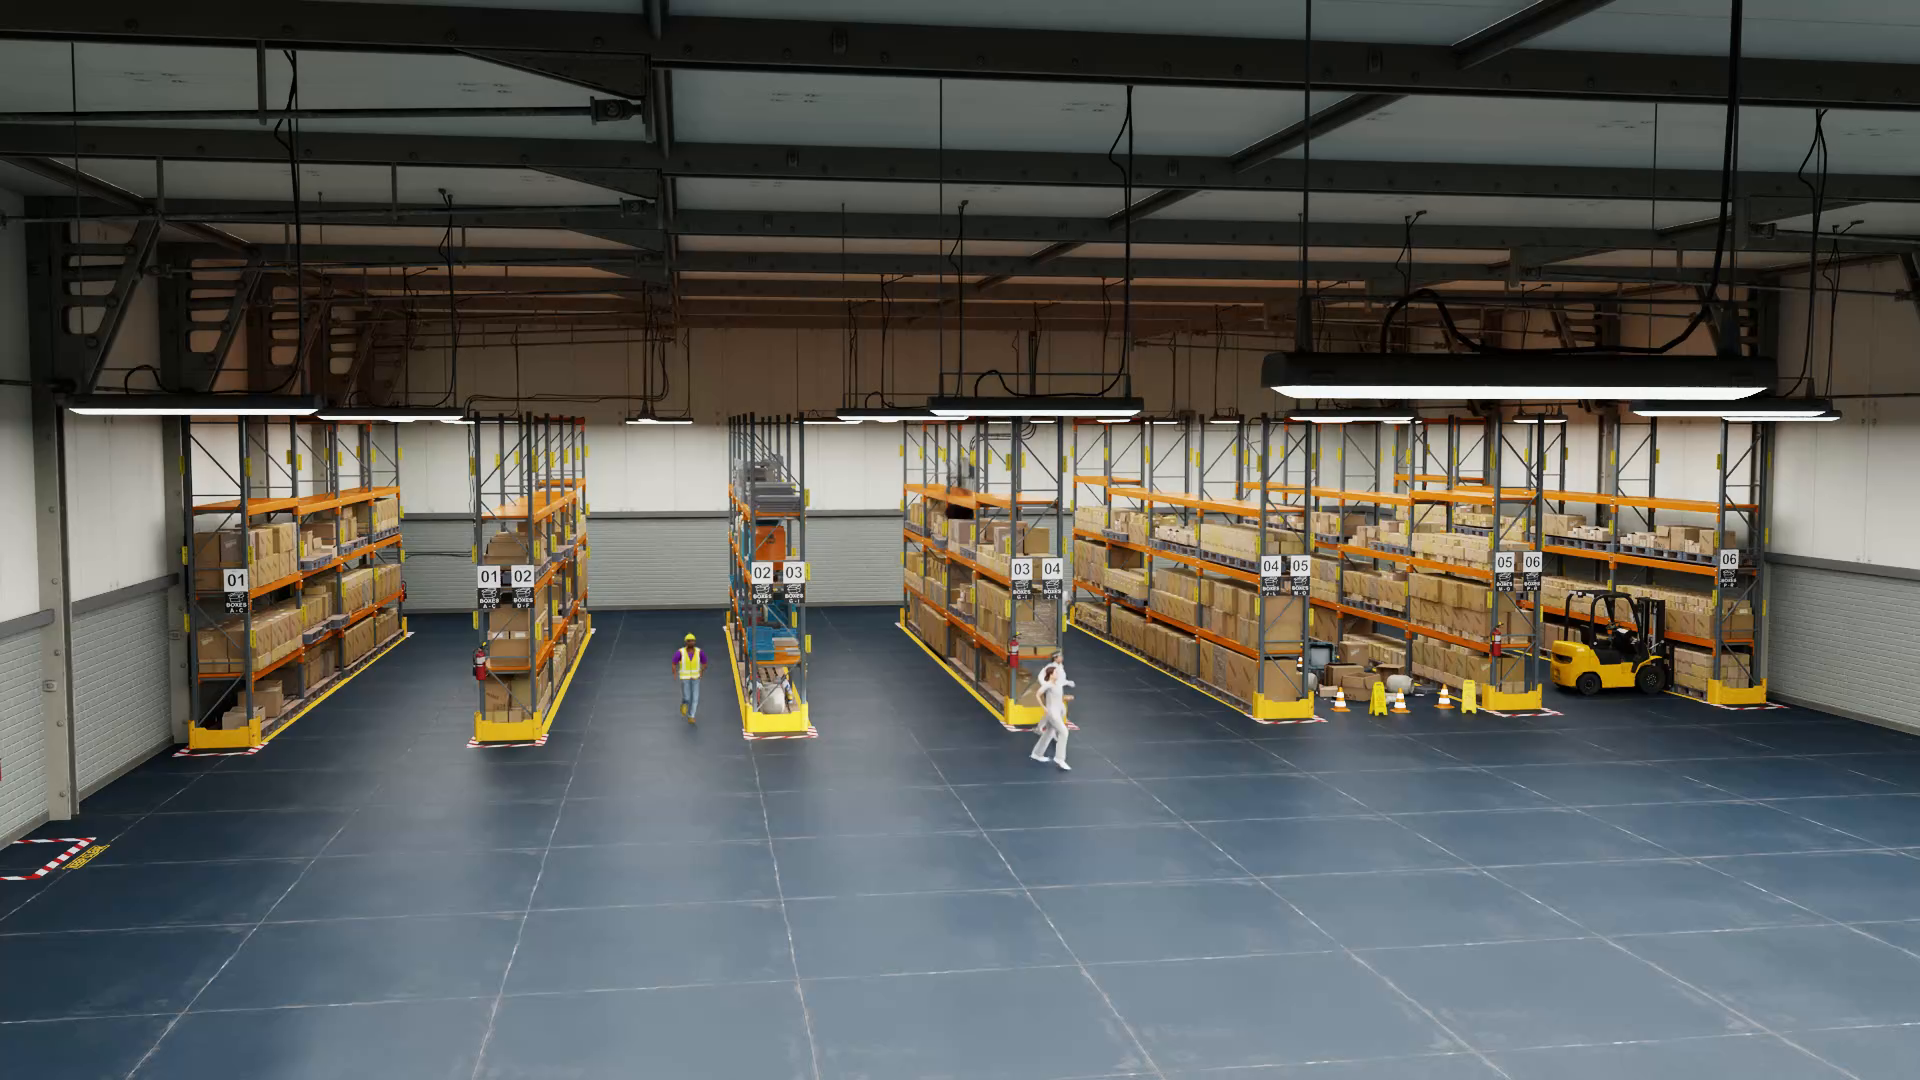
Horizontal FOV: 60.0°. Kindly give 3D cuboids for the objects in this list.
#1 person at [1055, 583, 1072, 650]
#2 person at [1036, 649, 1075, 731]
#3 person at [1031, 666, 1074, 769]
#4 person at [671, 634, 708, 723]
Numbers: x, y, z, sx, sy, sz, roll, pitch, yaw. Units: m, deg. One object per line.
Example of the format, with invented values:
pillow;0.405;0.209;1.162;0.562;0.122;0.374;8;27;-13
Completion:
person;2.555;1.929;42.767;0.656;1.823;0.744;-1;4;-21
person;1.727;2.751;30.432;0.768;1.547;0.535;2;4;26
person;1.547;2.980;28.013;0.754;1.724;0.533;1;4;16
person;-5.221;2.676;32.205;0.701;1.716;0.587;-1;4;-17
